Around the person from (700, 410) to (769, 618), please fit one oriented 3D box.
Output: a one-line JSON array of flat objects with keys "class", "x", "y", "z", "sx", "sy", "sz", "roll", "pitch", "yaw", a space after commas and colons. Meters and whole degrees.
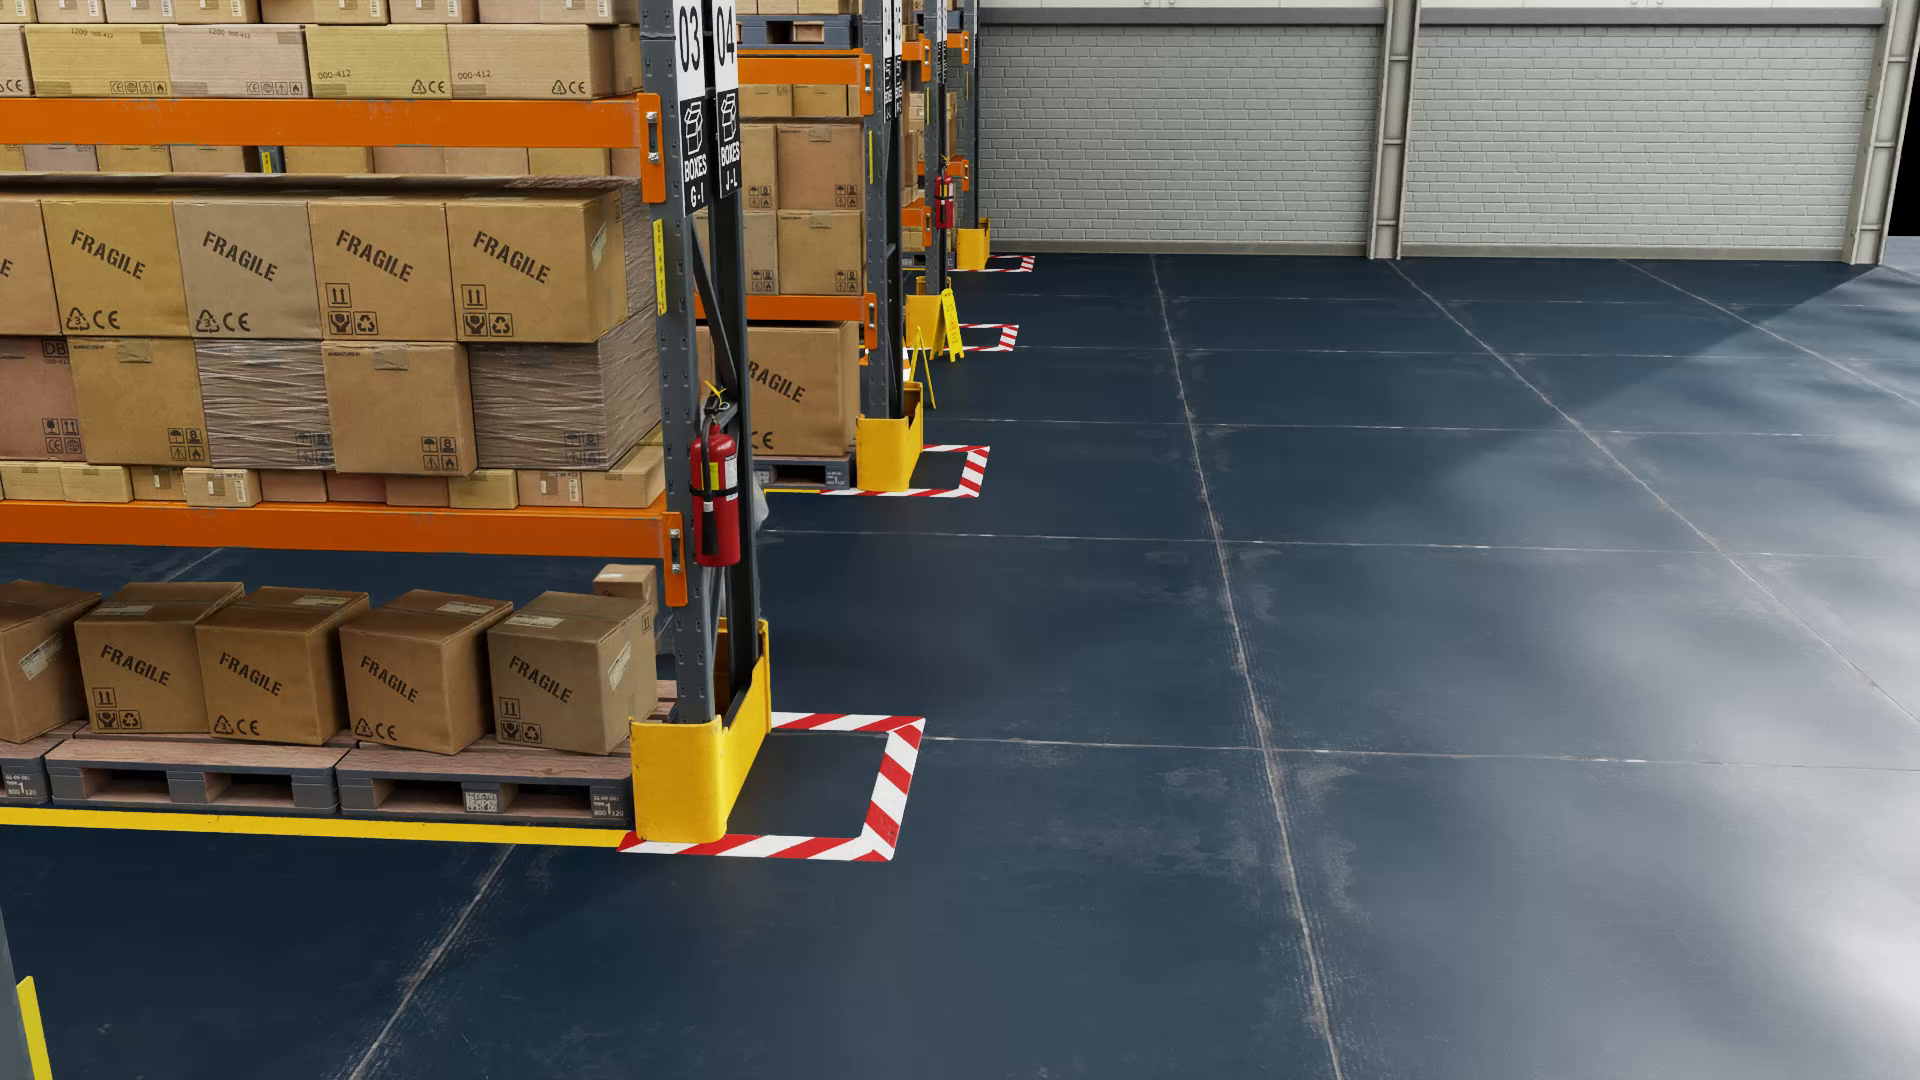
[{"class": "person", "x": -1.231, "y": -0.089, "z": 8.209, "sx": 0.581, "sy": 1.385, "sz": 0.459, "roll": -5, "pitch": 18, "yaw": -14}]
